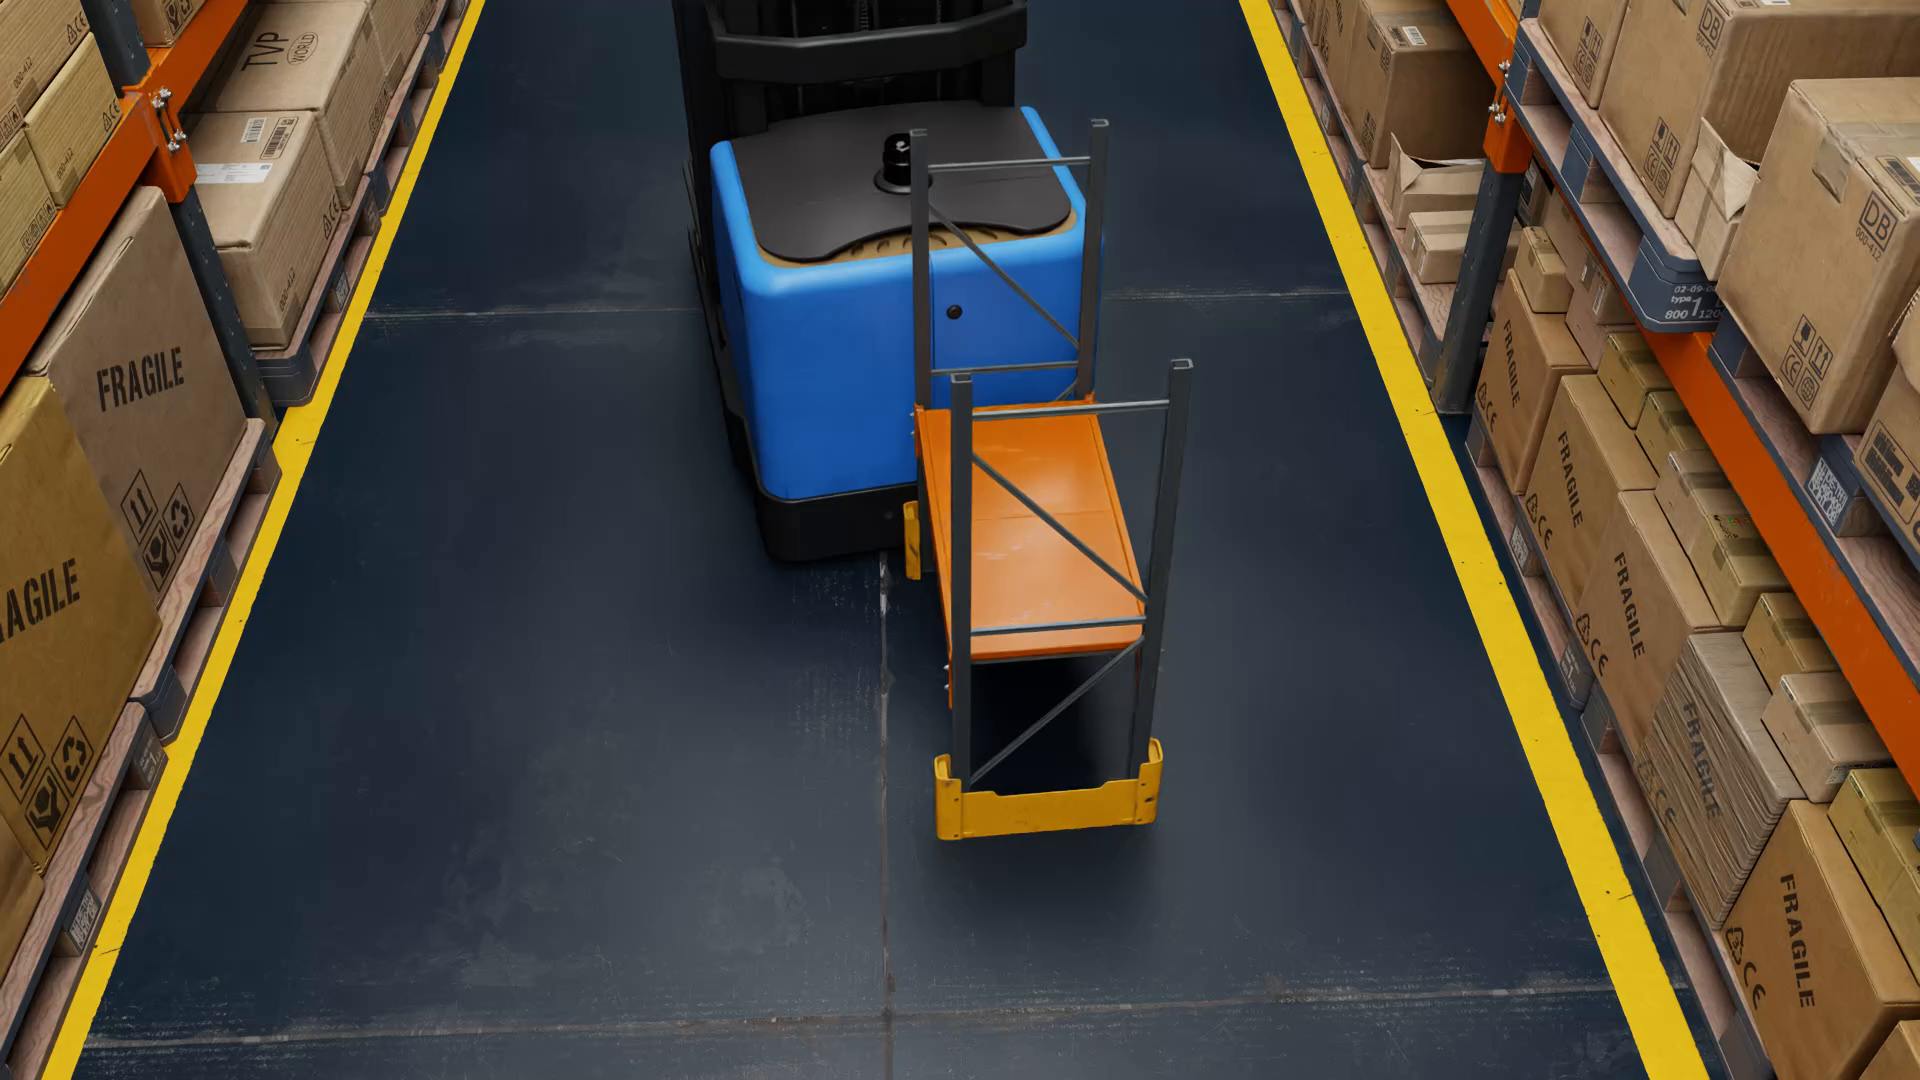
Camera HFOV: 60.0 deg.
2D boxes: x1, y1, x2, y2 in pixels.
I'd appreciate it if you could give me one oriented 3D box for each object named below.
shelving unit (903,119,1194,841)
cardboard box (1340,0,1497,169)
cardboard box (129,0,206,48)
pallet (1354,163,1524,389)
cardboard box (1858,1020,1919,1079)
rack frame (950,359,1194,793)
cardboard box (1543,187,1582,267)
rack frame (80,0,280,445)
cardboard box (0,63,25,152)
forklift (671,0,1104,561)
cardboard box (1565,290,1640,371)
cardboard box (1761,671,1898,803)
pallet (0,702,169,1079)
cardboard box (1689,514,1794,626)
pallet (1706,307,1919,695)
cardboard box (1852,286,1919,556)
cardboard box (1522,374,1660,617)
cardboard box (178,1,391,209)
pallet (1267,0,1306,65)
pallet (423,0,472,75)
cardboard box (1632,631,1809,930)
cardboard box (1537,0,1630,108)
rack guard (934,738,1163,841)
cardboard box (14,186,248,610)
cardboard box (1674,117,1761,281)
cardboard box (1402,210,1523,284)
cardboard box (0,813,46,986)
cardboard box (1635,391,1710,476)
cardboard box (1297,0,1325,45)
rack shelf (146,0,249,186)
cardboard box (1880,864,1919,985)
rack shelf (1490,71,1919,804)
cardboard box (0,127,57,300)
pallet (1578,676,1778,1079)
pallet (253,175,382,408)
[{"bbox_3d":[0.176,-0.142,4.295,0.587,1.500,1.083,-4,43,-4],"label":"shelving unit"},{"bbox_3d":[1.942,-1.825,6.560,0.700,0.500,0.500,-3,43,-3],"label":"cardboard box"},{"bbox_3d":[-2.578,-1.802,4.922,0.500,0.500,0.500,0,43,0],"label":"cardboard box"},{"bbox_3d":[2.111,-1.022,6.209,1.003,0.211,1.213,-2,43,-2],"label":"pallet"},{"bbox_3d":[2.066,1.263,3.191,0.500,0.500,0.500,-2,43,-2],"label":"cardboard box"},{"bbox_3d":[0.230,0.206,3.916,0.500,1.500,0.032,-4,43,-4],"label":"rack frame"},{"bbox_3d":[1.949,-0.920,4.873,0.380,0.149,0.250,-2,43,-3],"label":"cardboard box"},{"bbox_3d":[-2.820,-1.441,4.602,1.000,3.000,0.127,-2,43,-2],"label":"rack frame"},{"bbox_3d":[-2.529,-0.942,3.799,0.500,0.250,0.500,-1,43,-1],"label":"cardboard box"},{"bbox_3d":[-0.416,-2.025,5.290,1.130,2.935,3.031,-9,43,-10],"label":"forklift"},{"bbox_3d":[1.978,-0.624,4.770,0.380,0.149,0.250,-3,43,-3],"label":"cardboard box"},{"bbox_3d":[2.007,0.420,3.631,0.380,0.149,0.250,-4,43,-4],"label":"cardboard box"},{"bbox_3d":[-2.657,0.931,4.078,1.003,0.211,1.213,-2,43,-2],"label":"pallet"},{"bbox_3d":[2.007,0.071,4.012,0.380,0.149,0.250,0,43,0],"label":"cardboard box"},{"bbox_3d":[2.222,-0.128,3.311,1.003,0.211,1.213,-2,43,-2],"label":"pallet"},{"bbox_3d":[2.055,-0.175,2.834,0.797,0.503,0.637,-3,43,-3],"label":"cardboard box"},{"bbox_3d":[1.968,-0.127,4.708,0.500,0.500,0.500,-2,43,-2],"label":"cardboard box"},{"bbox_3d":[-2.778,-1.683,6.451,0.875,0.438,0.875,-3,43,-3],"label":"cardboard box"},{"bbox_3d":[2.008,-2.669,8.006,1.003,0.211,1.213,-2,43,-2],"label":"pallet"},{"bbox_3d":[-2.877,-2.576,7.904,1.003,0.211,1.213,-2,43,-2],"label":"pallet"},{"bbox_3d":[2.000,0.560,3.958,0.500,0.500,0.500,-3,43,-3],"label":"cardboard box"},{"bbox_3d":[1.936,-1.445,4.222,0.700,0.500,0.500,-1,43,-1],"label":"cardboard box"},{"bbox_3d":[0.228,0.653,4.352,0.587,0.250,0.087,-4,43,-4],"label":"rack guard"},{"bbox_3d":[-2.713,-0.396,4.724,0.875,0.875,0.875,0,43,0],"label":"cardboard box"},{"bbox_3d":[1.815,-0.742,3.629,0.396,0.266,0.258,0,43,0],"label":"cardboard box"},{"bbox_3d":[1.822,-1.058,5.983,0.380,0.149,0.250,-3,43,-3],"label":"cardboard box"},{"bbox_3d":[-2.630,0.817,3.401,0.875,0.875,0.875,-1,43,-1],"label":"cardboard box"},{"bbox_3d":[2.025,-0.266,4.380,0.380,0.149,0.250,-2,43,-3],"label":"cardboard box"},{"bbox_3d":[1.898,-2.526,7.325,0.700,0.500,0.500,0,43,0],"label":"cardboard box"},{"bbox_3d":[-2.905,-2.526,6.318,1.077,0.370,4.000,-2,43,-2],"label":"rack shelf"},{"bbox_3d":[2.060,0.774,3.245,0.380,0.149,0.250,0,43,-1],"label":"cardboard box"},{"bbox_3d":[2.224,0.029,3.531,1.077,0.370,4.000,-2,43,-2],"label":"rack shelf"},{"bbox_3d":[-2.528,-0.746,3.955,0.500,0.250,0.500,-2,43,-2],"label":"cardboard box"},{"bbox_3d":[2.266,0.816,4.204,1.003,0.211,1.213,-2,43,-2],"label":"pallet"},{"bbox_3d":[-2.774,-0.929,6.107,1.003,0.211,1.213,-2,43,-2],"label":"pallet"}]
